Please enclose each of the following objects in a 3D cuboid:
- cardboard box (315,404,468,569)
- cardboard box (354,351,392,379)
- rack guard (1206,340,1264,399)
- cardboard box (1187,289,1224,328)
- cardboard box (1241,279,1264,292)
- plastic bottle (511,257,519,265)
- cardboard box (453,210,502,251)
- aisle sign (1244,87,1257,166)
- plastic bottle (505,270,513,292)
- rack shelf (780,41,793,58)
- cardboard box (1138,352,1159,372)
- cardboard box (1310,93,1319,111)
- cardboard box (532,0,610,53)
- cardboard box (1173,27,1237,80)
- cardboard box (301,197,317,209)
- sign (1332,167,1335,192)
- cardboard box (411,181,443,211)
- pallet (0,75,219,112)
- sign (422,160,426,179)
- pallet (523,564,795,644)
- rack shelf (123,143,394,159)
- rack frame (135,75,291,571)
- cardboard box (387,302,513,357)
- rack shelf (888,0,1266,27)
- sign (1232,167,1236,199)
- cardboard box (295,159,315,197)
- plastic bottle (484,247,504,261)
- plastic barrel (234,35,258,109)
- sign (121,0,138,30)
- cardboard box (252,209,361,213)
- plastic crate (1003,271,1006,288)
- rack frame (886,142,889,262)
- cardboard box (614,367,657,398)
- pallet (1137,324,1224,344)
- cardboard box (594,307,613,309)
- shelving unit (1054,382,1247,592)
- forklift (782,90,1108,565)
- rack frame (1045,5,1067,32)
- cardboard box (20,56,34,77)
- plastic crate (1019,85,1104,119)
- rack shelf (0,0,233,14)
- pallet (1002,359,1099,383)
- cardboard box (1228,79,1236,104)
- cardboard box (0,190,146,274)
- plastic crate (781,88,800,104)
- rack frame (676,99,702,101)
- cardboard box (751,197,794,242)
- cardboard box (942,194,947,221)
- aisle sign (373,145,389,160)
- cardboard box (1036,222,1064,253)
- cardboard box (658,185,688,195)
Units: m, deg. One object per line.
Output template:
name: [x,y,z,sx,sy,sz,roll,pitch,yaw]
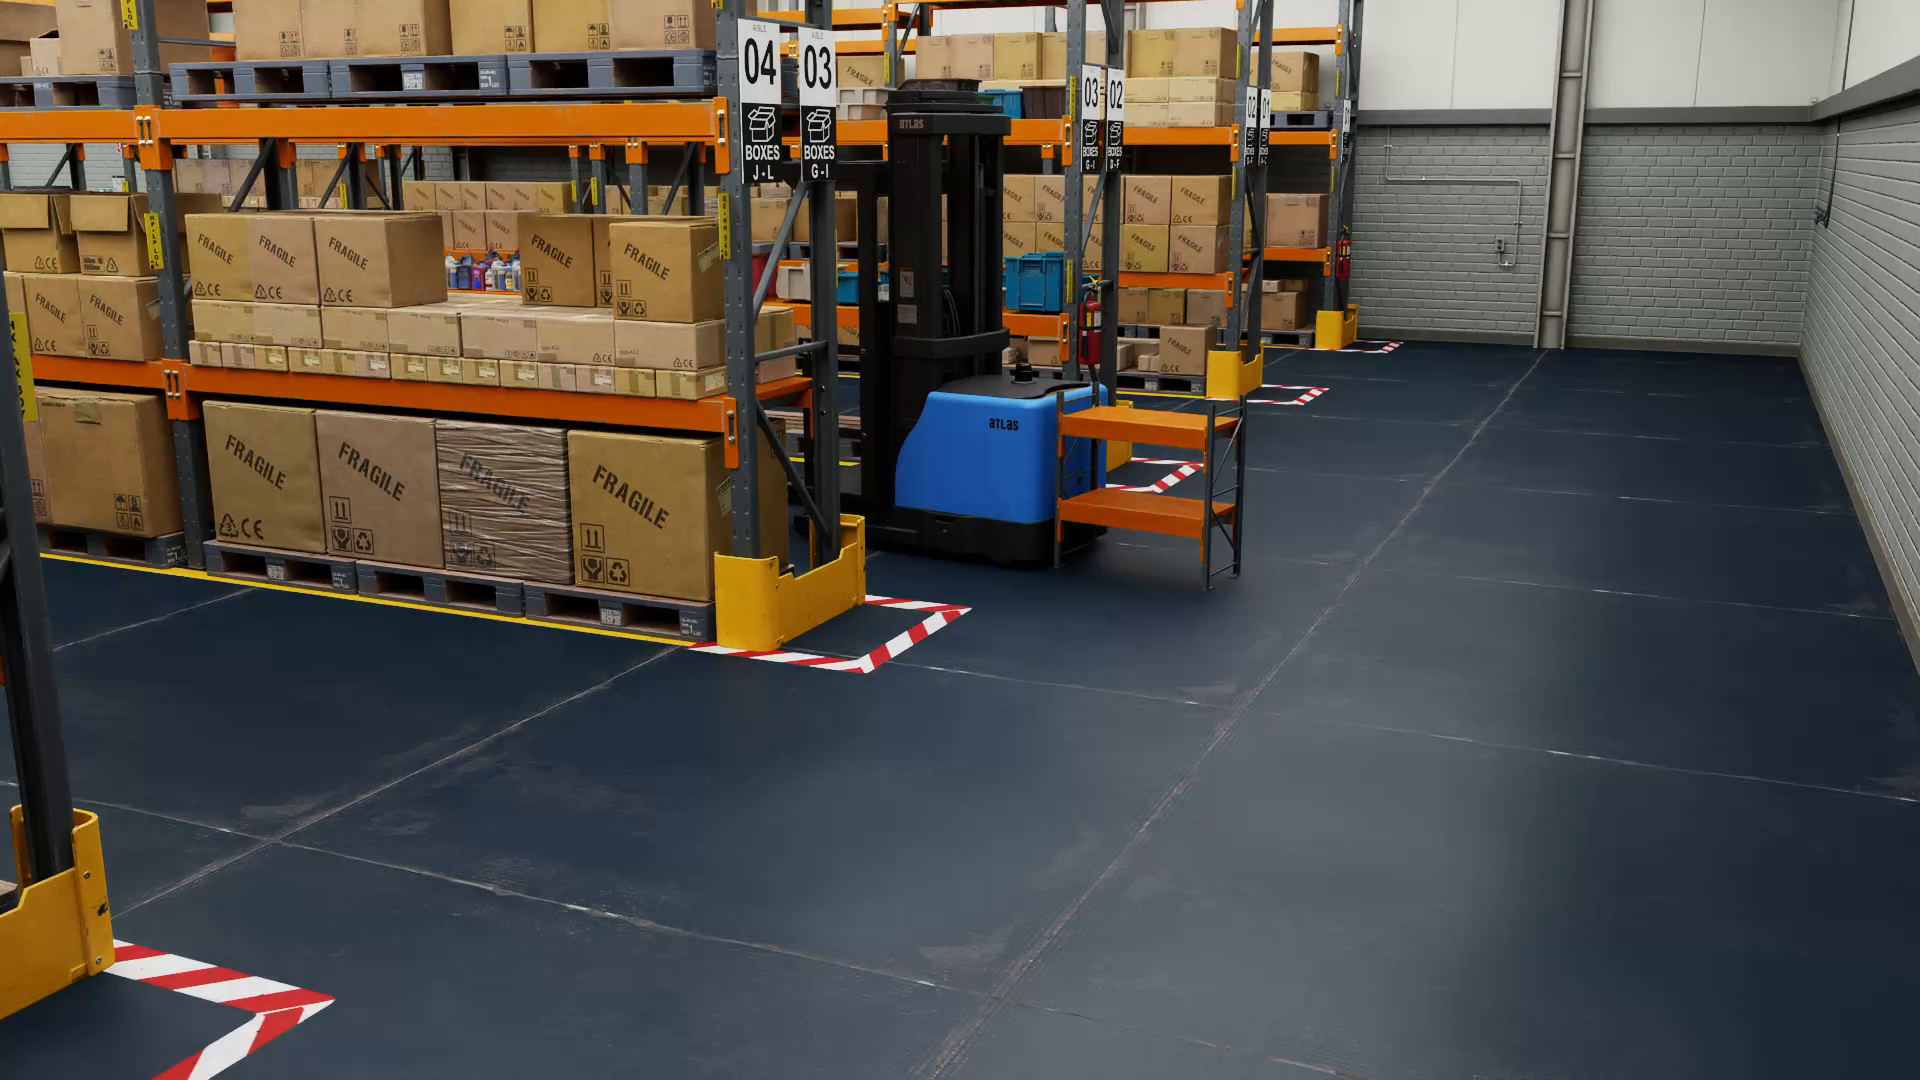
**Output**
cardboard box: [-3.210,-0.385,10.059,0.875,0.875,0.875,6,14,23]
cardboard box: [-3.283,-1.037,9.656,0.250,0.149,0.380,6,14,24]
rack guard: [3.000,-1.864,18.105,0.348,0.500,1.175,6,14,23]
cardboard box: [3.474,-3.233,23.020,0.500,0.500,0.700,5,14,21]
cardboard box: [3.967,-3.454,22.540,0.250,0.149,0.380,6,15,25]
plastic bottle: [-4.256,-2.581,15.971,0.097,0.271,0.097,0,13,0]
cardboard box: [-6.267,-4.064,21.788,0.500,0.500,0.500,6,14,23]
aisle sign: [3.008,-4.270,17.193,0.004,0.787,0.394,6,14,23]
plastic bottle: [-4.124,-2.380,15.267,0.097,0.201,0.097,0,13,0]
rack shelf: [-4.071,-7.410,25.587,4.000,0.370,1.077,6,14,23]
cardboard box: [2.139,-1.964,18.298,0.250,0.166,0.380,6,14,23]
cardboard box: [4.504,-5.868,22.322,0.500,0.250,0.500,7,15,26]
cardboard box: [-1.909,-2.882,9.047,0.500,0.500,0.700,5,14,21]
cardboard box: [2.593,-5.114,17.510,0.500,0.500,0.700,6,14,23]
cardboard box: [-8.703,-4.576,22.553,0.250,0.149,0.380,5,14,22]
sign: [4.840,-4.676,21.564,0.005,0.325,0.100,6,14,23]
cardboard box: [-8.794,-5.737,27.780,0.500,0.500,0.500,6,14,23]
pallet: [-5.462,-2.817,10.548,1.217,0.209,0.805,5,14,21]
sign: [-9.313,-6.421,28.828,0.005,0.325,0.100,6,14,23]
pallet: [-1.709,0.295,9.538,1.213,0.211,1.003,6,14,23]
rack shelf: [-9.731,-5.480,23.050,4.000,0.370,1.077,6,14,23]
rack frame: [-4.604,-1.376,10.551,0.127,3.000,1.000,6,14,23]
cardboard box: [-2.904,-1.208,9.514,0.500,0.250,0.500,6,14,23]
rack shelf: [1.241,-5.828,17.976,4.000,0.370,1.077,6,14,23]
sign: [2.826,-3.678,17.135,0.005,0.325,0.100,6,14,23]
cardboard box: [-8.773,-4.951,22.730,0.500,0.500,0.700,6,14,23]
plastic bottle: [-4.539,-2.679,16.212,0.185,0.351,0.144,6,14,23]
plastic barrel: [-6.918,-4.606,16.654,0.600,0.901,0.600,0,13,0]
sign: [-4.815,-3.127,9.626,0.005,0.325,0.100,6,14,23]
cardboard box: [-4.075,-1.826,10.505,0.500,0.500,0.500,6,15,25]
plastic crate: [0.365,-2.140,14.044,0.300,0.233,0.416,6,14,23]
rack frame: [-0.588,-3.444,19.367,0.127,3.000,1.000,6,14,23]
cardboard box: [-1.644,-0.871,8.951,0.250,0.149,0.380,6,14,24]
pallet: [3.198,-2.922,23.247,1.213,0.211,1.003,6,14,23]
cardboard box: [-1.754,-1.225,9.585,0.500,0.250,0.500,6,14,23]
shelving unit: [1.168,-0.351,10.289,1.048,1.125,0.538,8,16,32]
forklift: [-0.526,-1.505,11.253,3.031,2.935,1.130,8,16,32]
rack frame: [1.415,-7.400,23.093,0.127,3.000,1.000,6,14,23]
cardboard box: [-5.904,-3.087,10.910,0.250,0.149,0.380,5,14,21]
plastic crate: [0.820,-3.530,13.454,0.590,0.269,0.497,6,14,23]
rack shelf: [-8.083,-5.341,16.768,4.000,0.370,1.077,6,14,23]
pallet: [1.159,-1.910,18.934,1.213,0.211,1.003,6,14,23]
cardboard box: [2.705,-4.807,17.841,0.500,0.250,0.500,6,14,23]
cardboard box: [-5.814,-2.036,10.950,0.637,0.503,0.797,6,14,24]
plastic crate: [-1.573,-3.635,13.898,0.590,0.269,0.497,6,14,23]
rack frame: [-2.598,-5.331,14.274,0.127,3.000,1.000,6,14,23]
cardboard box: [-2.228,-3.848,19.950,0.500,0.500,0.700,2,13,9]
cardboard box: [-0.271,-3.877,18.805,0.500,0.500,0.500,6,15,25]
aisle sign: [-9.744,-6.799,27.974,0.004,0.787,0.394,6,14,23]
cardboard box: [1.159,-3.249,18.315,0.500,0.500,0.500,6,14,22]
cardboard box: [-4.325,-5.321,26.181,0.500,0.500,0.700,8,15,31]
